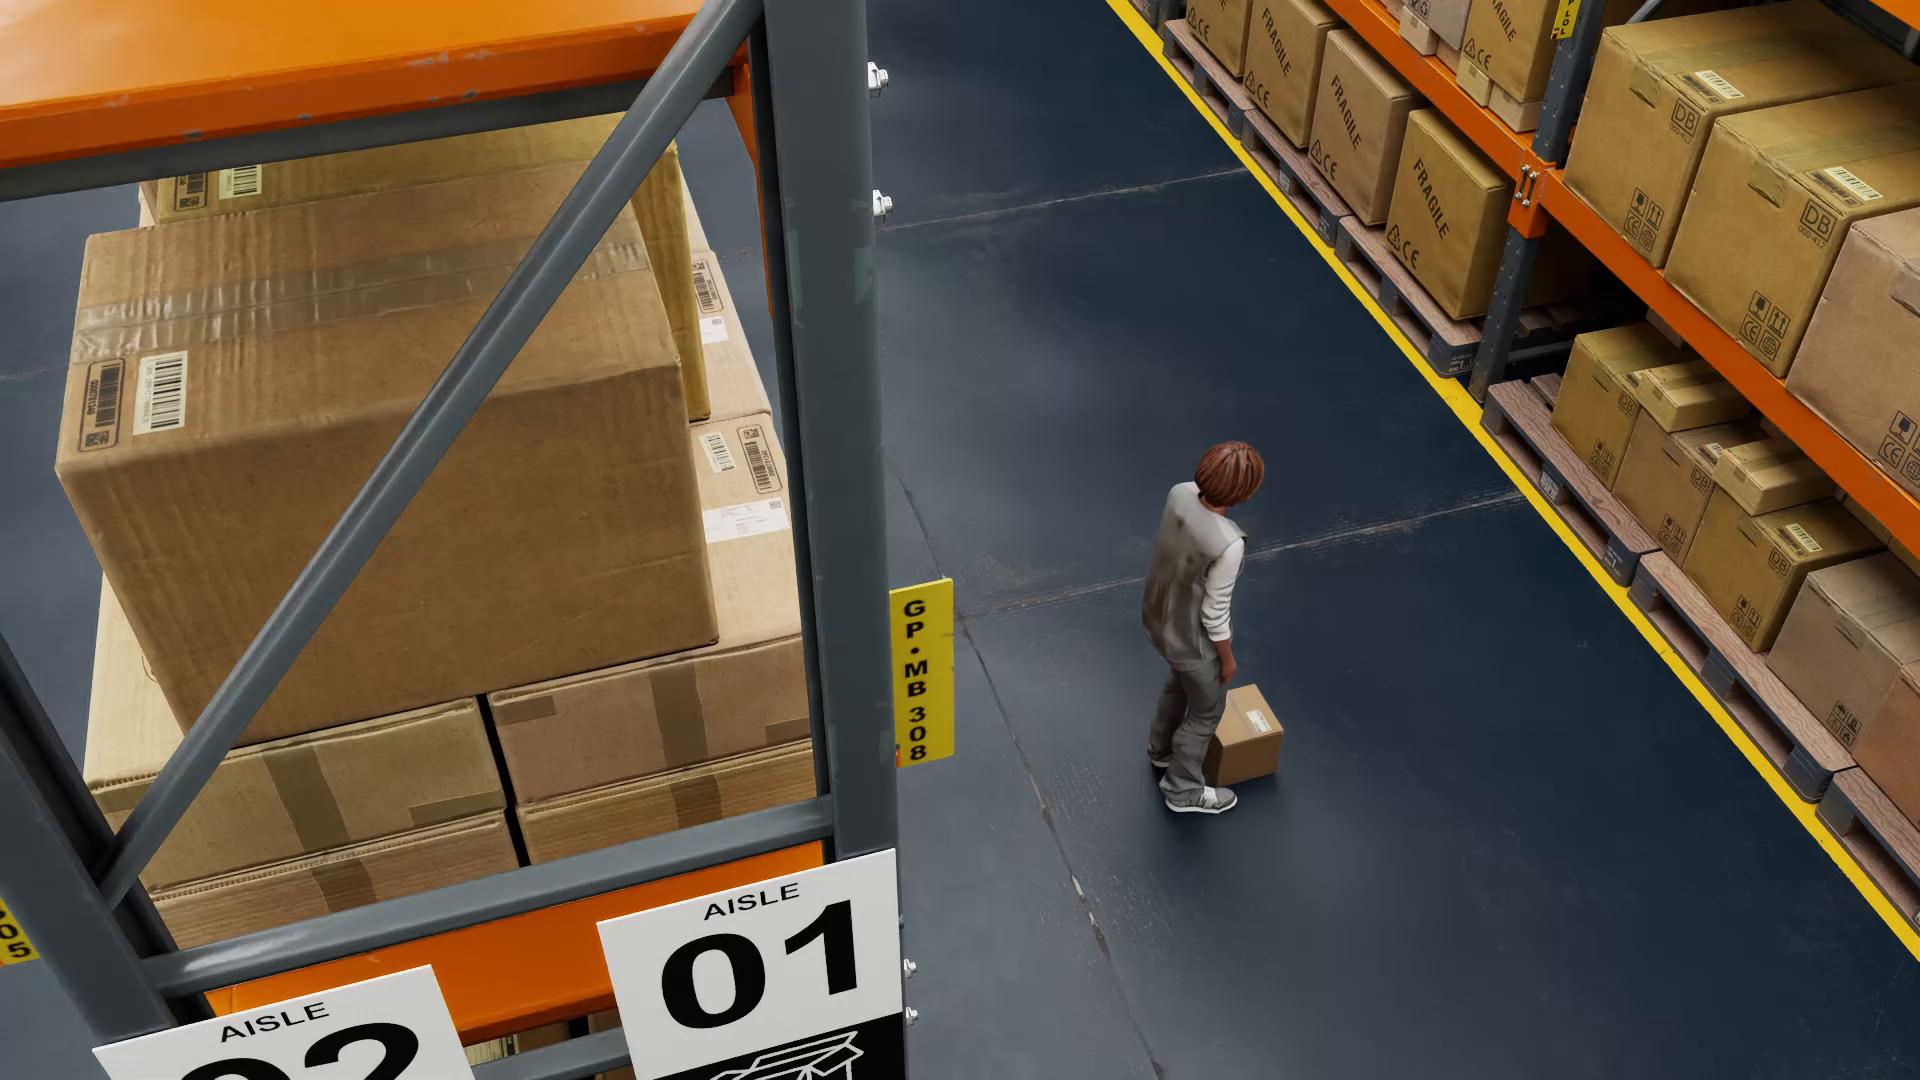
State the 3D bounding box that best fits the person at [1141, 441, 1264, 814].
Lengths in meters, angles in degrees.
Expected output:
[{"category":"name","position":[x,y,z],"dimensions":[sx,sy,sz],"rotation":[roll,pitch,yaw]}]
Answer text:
[{"category":"person","position":[0.836,0.310,5.835],"dimensions":[0.376,1.592,0.466],"rotation":[-14,45,-14]}]
